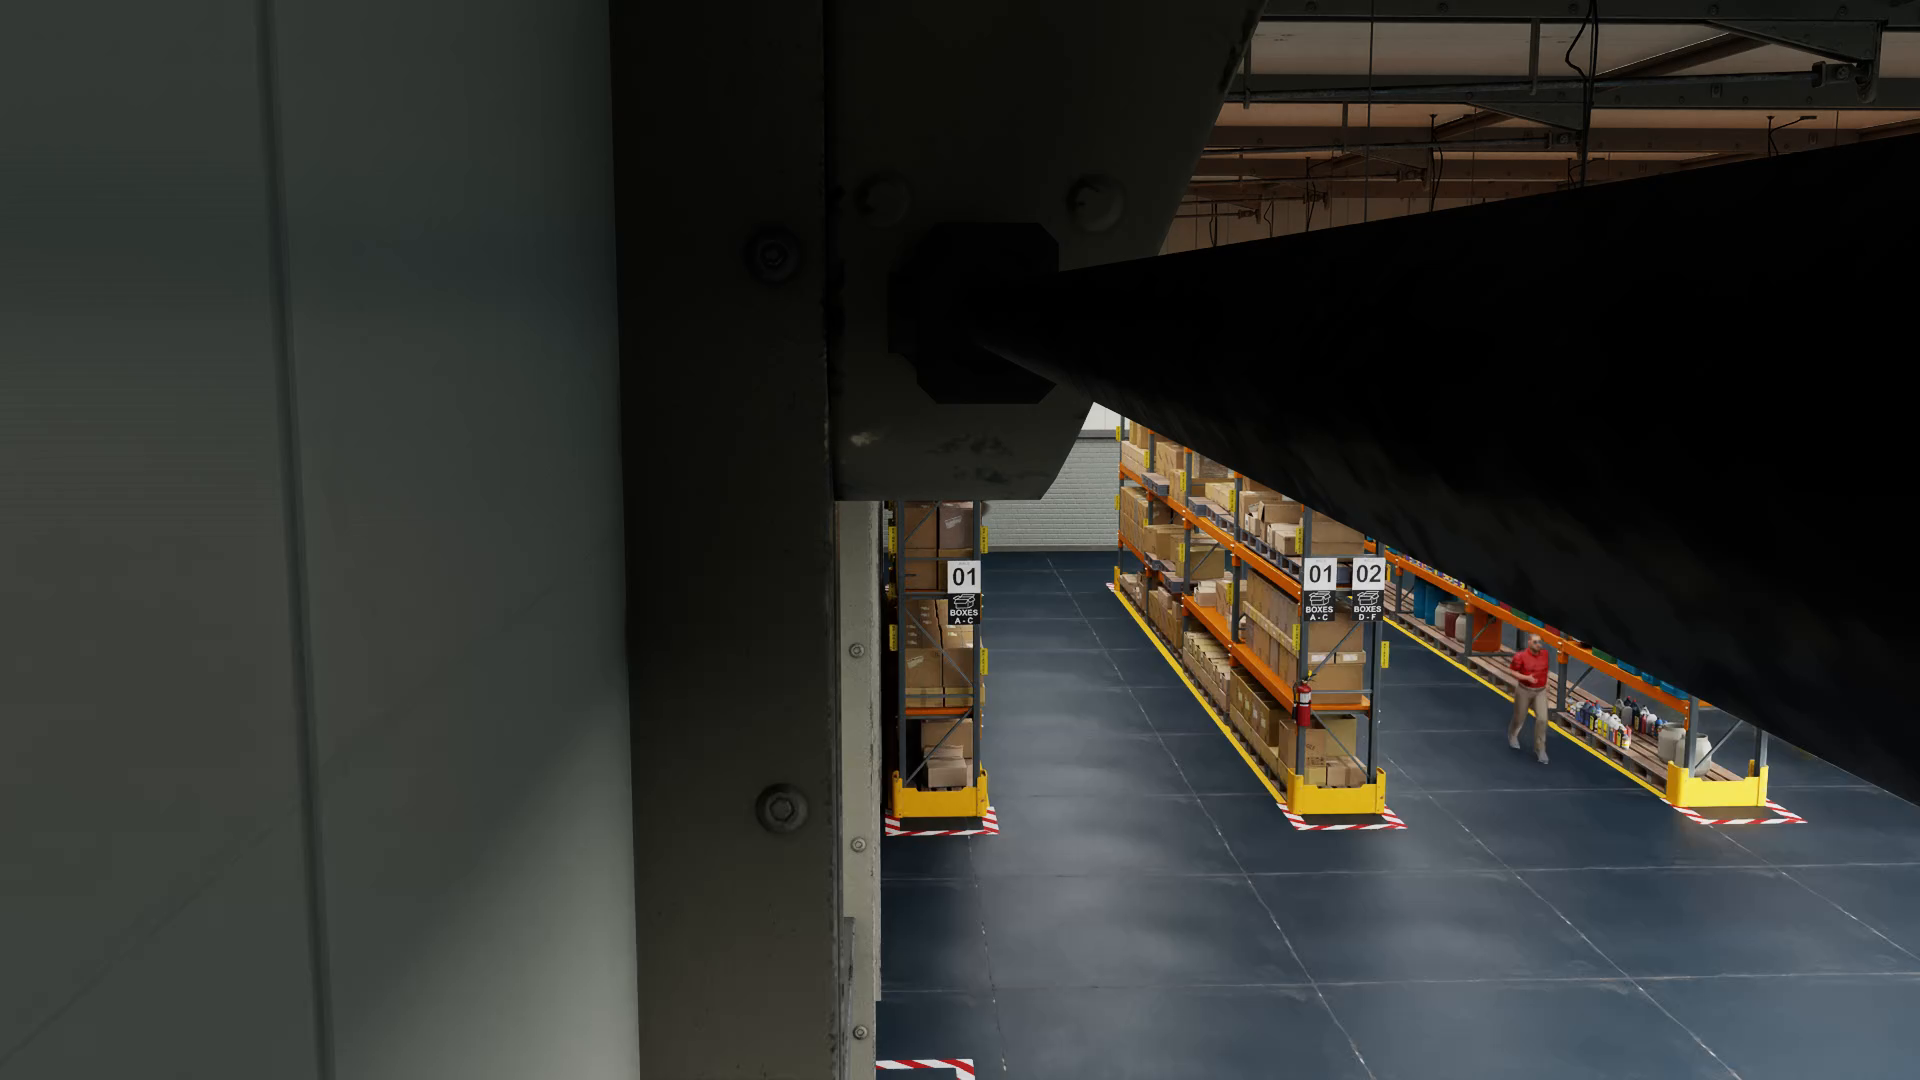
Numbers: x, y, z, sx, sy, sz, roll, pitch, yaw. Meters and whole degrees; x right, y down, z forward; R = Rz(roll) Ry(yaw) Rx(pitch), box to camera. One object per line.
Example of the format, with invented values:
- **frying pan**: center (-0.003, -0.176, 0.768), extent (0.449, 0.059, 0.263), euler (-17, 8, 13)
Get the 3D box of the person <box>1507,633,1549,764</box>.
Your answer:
- **person**: center (7.931, 2.152, 23.181), extent (0.608, 1.767, 0.909), euler (0, 8, 0)
